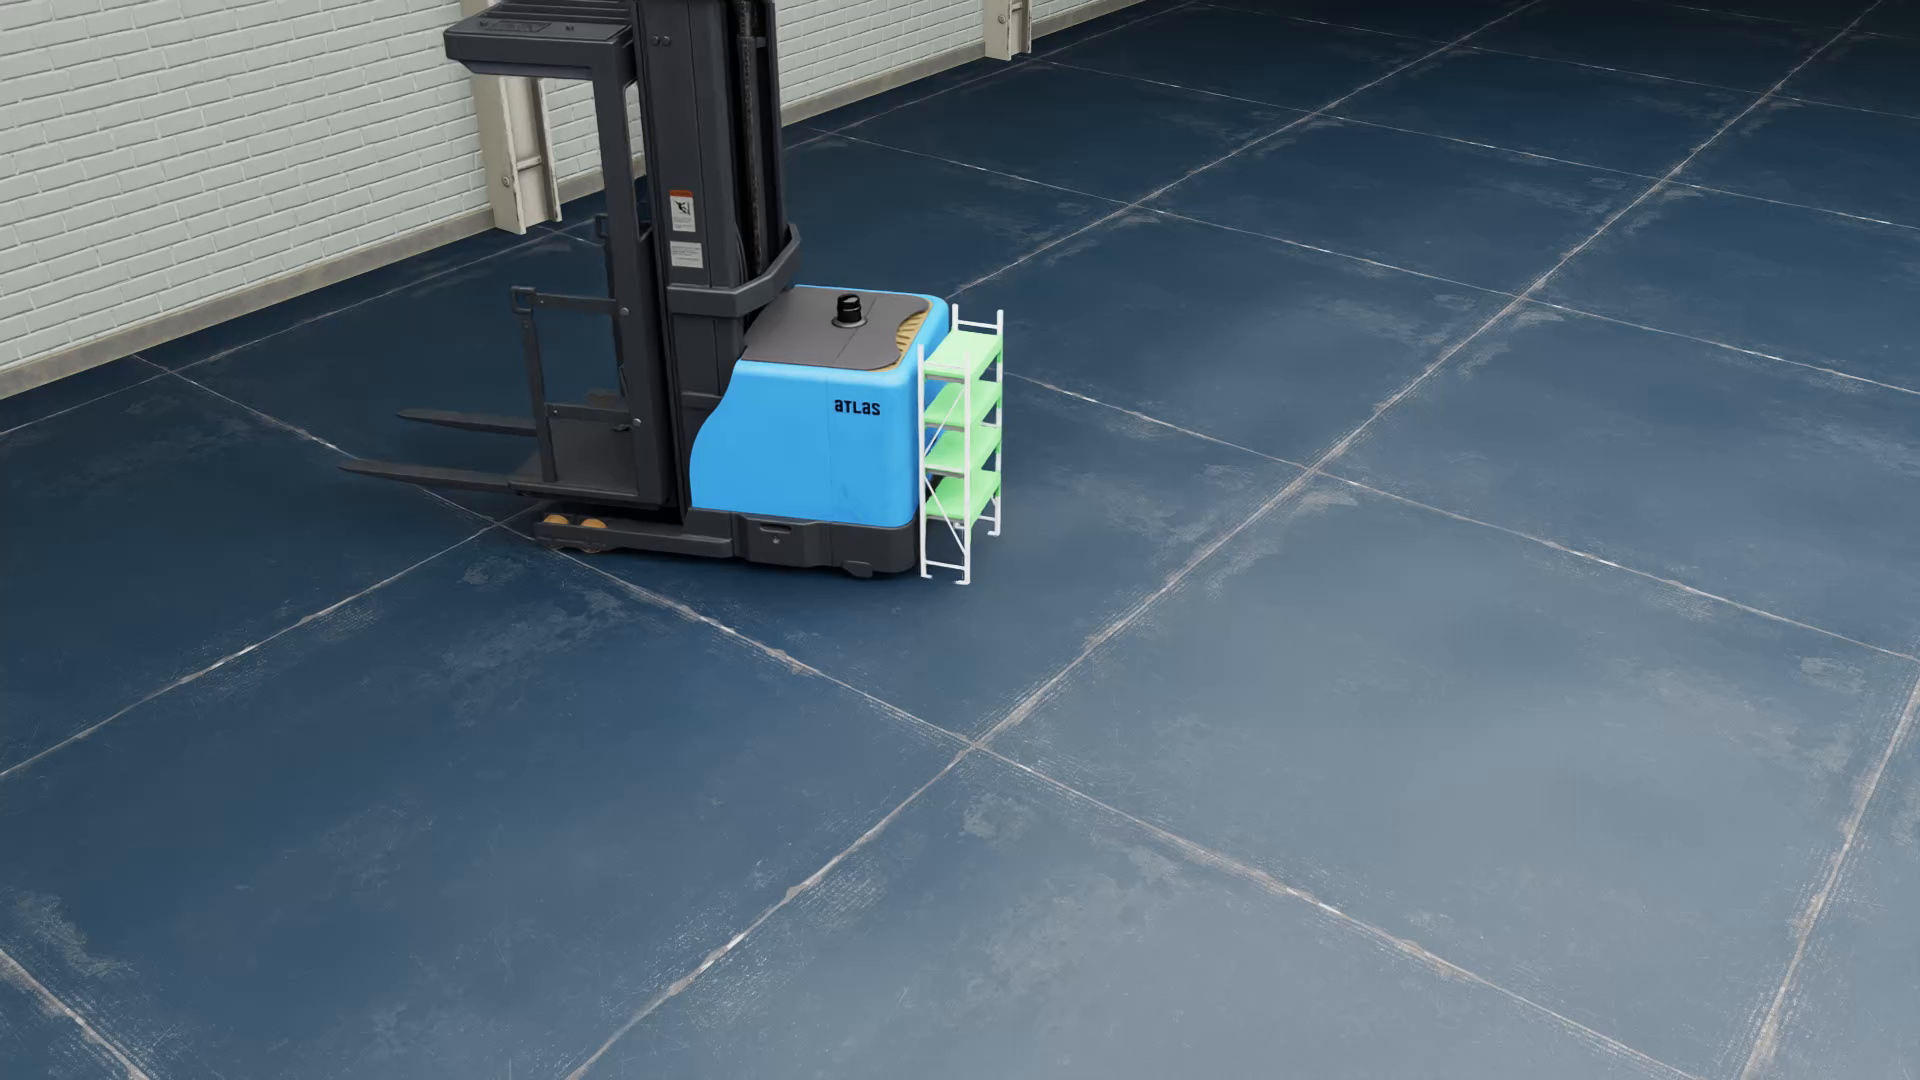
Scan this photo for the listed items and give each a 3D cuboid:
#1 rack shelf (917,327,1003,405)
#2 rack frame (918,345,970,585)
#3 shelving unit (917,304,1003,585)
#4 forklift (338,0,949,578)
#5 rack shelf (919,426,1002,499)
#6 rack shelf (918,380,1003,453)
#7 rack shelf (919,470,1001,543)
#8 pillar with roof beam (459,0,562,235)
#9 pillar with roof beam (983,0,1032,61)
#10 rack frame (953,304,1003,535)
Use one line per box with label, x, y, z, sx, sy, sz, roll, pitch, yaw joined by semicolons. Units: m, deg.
rack shelf;0.005;-0.801;7.609;0.258;0.148;0.480;10;32;16
rack frame;-0.071;-0.325;7.621;0.240;1.200;0.015;10;32;16
shelving unit;0.005;-0.443;7.821;0.258;1.200;0.503;10;32;16
forklift;-1.613;-1.451;7.824;3.031;2.935;1.130;6;31;10
rack shelf;0.005;-0.388;7.853;0.258;0.148;0.480;10;32;16
rack shelf;0.005;-0.595;7.731;0.258;0.148;0.480;10;32;16
rack shelf;0.005;-0.182;7.976;0.258;0.148;0.480;10;32;16
pillar with roof beam;0.271;-4.867;7.636;9.100;9.000;0.400;21;37;31
pillar with roof beam;3.893;-7.306;11.751;9.100;9.000;0.400;21;37;31
rack frame;0.082;-0.561;8.020;0.240;1.200;0.015;10;32;16
